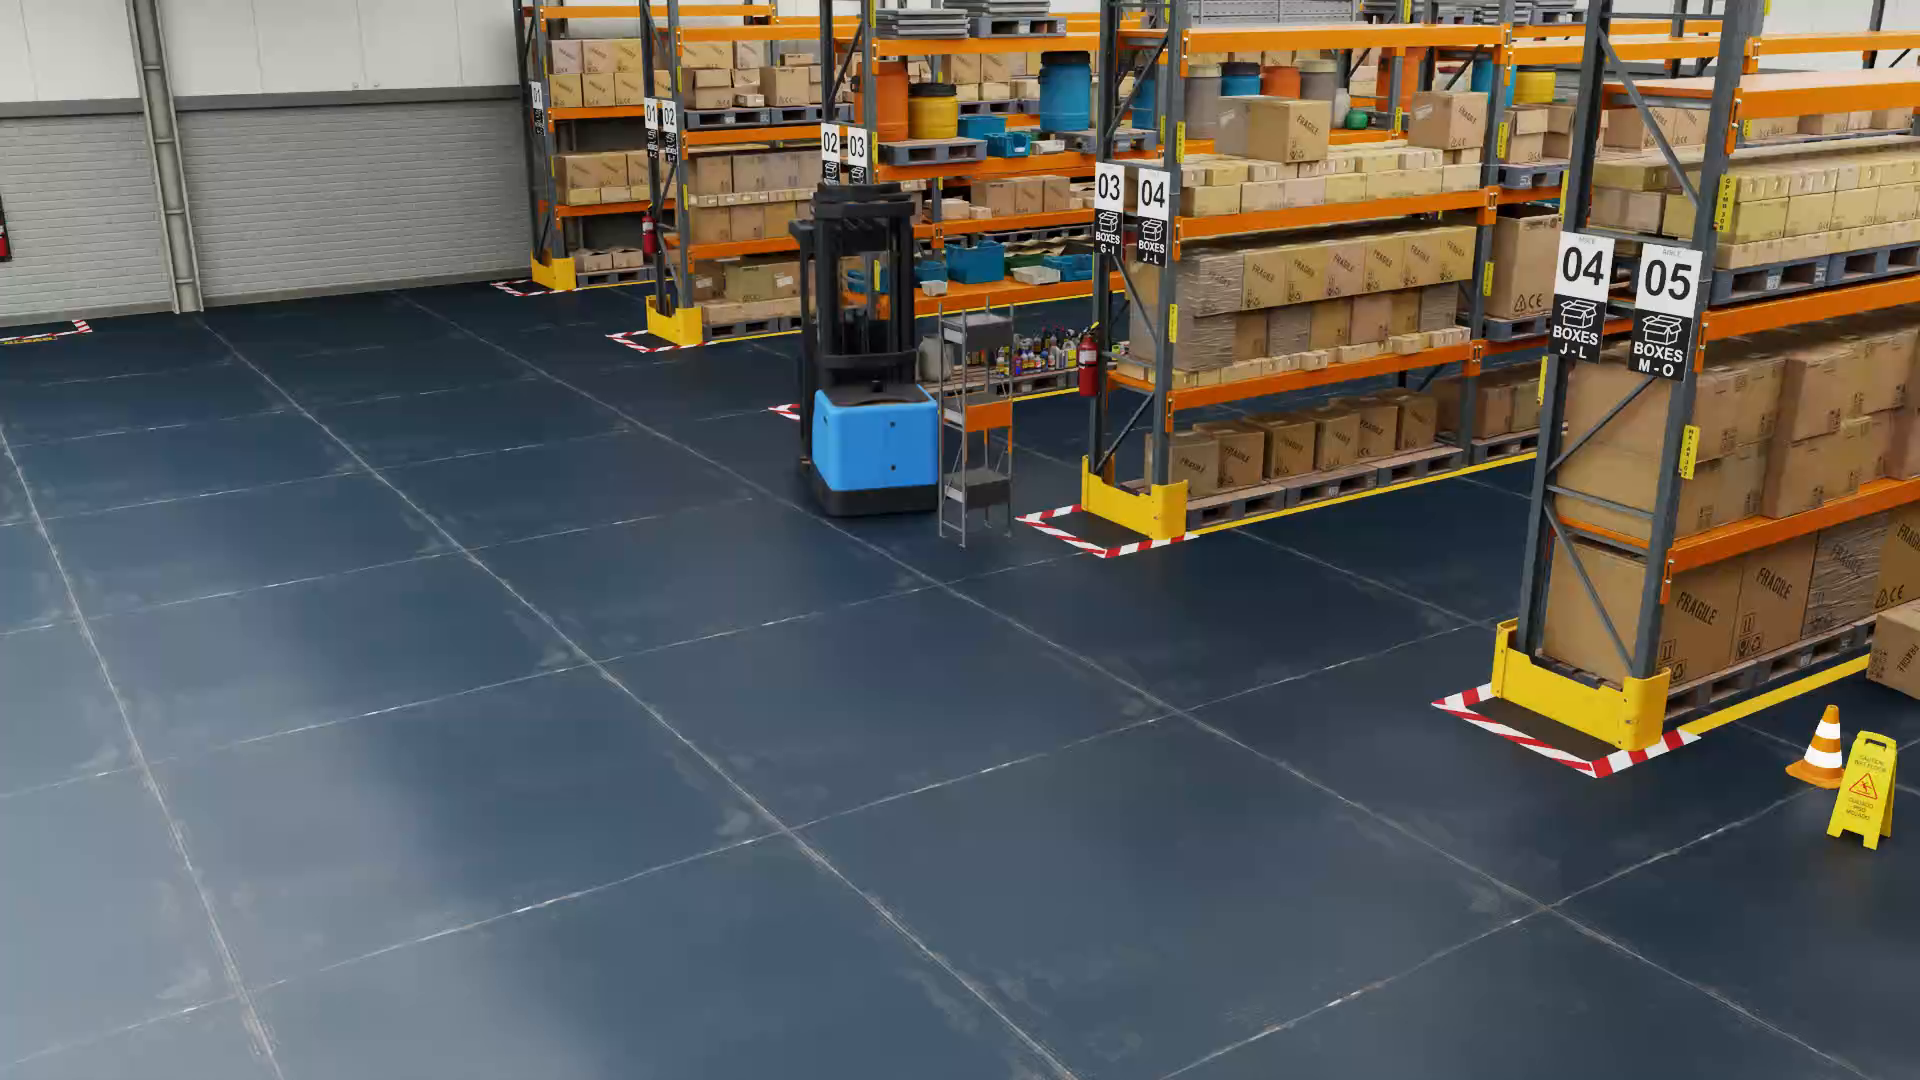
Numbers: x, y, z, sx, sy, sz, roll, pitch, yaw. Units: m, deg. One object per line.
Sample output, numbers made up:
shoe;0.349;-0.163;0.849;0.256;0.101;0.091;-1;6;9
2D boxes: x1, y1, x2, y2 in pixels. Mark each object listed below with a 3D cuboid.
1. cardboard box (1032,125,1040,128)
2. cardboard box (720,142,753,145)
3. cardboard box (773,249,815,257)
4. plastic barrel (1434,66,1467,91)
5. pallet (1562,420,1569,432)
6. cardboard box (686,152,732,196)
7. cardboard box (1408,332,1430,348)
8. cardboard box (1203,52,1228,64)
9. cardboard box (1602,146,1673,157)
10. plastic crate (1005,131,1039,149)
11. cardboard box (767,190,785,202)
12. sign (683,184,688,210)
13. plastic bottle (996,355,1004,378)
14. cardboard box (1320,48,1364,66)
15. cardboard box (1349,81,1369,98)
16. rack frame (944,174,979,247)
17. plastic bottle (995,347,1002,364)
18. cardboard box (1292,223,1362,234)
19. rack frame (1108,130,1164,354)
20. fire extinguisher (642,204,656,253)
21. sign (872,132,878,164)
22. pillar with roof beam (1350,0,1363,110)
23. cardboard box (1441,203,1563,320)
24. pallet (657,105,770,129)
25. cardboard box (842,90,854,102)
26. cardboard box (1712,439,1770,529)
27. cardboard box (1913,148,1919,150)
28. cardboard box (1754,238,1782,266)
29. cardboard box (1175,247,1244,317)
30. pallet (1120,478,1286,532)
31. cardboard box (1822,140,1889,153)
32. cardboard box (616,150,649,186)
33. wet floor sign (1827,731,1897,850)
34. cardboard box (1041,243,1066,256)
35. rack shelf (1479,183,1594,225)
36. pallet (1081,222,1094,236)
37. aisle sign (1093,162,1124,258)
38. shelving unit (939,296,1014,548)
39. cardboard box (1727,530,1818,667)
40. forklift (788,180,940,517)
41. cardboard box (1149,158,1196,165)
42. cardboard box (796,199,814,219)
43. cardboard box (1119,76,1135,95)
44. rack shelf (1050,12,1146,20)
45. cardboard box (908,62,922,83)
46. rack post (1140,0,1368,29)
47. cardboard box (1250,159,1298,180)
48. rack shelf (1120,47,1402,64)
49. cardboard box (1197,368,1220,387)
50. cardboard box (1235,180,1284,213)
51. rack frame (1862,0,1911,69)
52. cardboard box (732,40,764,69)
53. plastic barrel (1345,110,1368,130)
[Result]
cardboard box;1.409;-7.716;31.061;0.500;0.250;0.500;-12;22;-31
cardboard box;-3.824;-6.530;28.408;0.500;0.500;0.500;-13;22;-33
cardboard box;-2.400;-3.928;24.145;0.500;0.500;0.500;-12;22;-31
plastic barrel;6.871;-6.355;23.306;0.433;0.535;0.433;0;19;0
pallet;6.526;-1.321;18.323;1.213;0.211;1.003;-12;22;-31
cardboard box;-3.488;-4.984;22.622;0.500;0.500;0.700;-12;22;-31
cardboard box;4.383;-1.983;16.320;0.250;0.149;0.380;-12;22;-31
cardboard box;3.972;-7.840;26.851;0.500;0.500;0.500;-12;22;-31
cardboard box;7.107;-4.015;17.487;0.500;0.250;0.500;-11;22;-30
plastic crate;0.665;-4.729;19.695;0.450;0.188;0.336;-12;22;-31
cardboard box;-2.622;-4.783;23.039;0.250;0.149;0.380;-13;23;-33
sign;-3.629;-4.532;21.992;0.005;0.325;0.100;-12;22;-31
plastic bottle;0.477;-2.060;19.729;0.097;0.271;0.097;0;19;0
cardboard box;6.478;-8.386;28.465;0.500;0.500;0.700;-12;22;-31
cardboard box;6.635;-7.717;28.439;0.500;0.250;0.500;-12;22;-31
rack frame;0.025;-6.968;30.671;0.127;3.000;1.000;-12;22;-31
plastic bottle;0.426;-2.329;20.516;0.135;0.276;0.152;-13;22;-33
cardboard box;3.506;-2.763;16.051;0.500;0.500;0.500;-12;22;-31
rack frame;2.133;-3.613;20.748;0.127;3.000;1.000;-12;22;-31
fire extinguisher;-4.284;-4.301;22.904;0.183;0.674;0.296;-12;22;-31
sign;-0.909;-4.186;17.745;0.005;0.325;0.100;-12;22;-31
pillar with roof beam;10.853;-10.774;32.563;0.400;9.000;9.100;-12;22;-31
cardboard box;5.597;-2.874;16.970;1.000;1.000;1.000;-12;22;-31
pallet;-3.325;-5.731;22.467;1.213;0.211;1.003;-12;22;-31
cardboard box;-1.446;-6.220;23.295;0.250;0.149;0.380;-12;22;-31
cardboard box;4.892;-0.490;11.278;0.550;0.550;0.875;-12;22;-31
cardboard box;6.740;-2.588;11.367;0.250;0.149;0.380;-11;22;-30
cardboard box;4.834;-1.807;10.304;0.250;0.149;0.380;-12;22;-31
cardboard box;2.125;-2.270;14.593;0.500;0.500;0.500;-12;22;-31
pallet;2.277;-0.410;15.627;1.213;0.211;1.003;-12;22;-31
cardboard box;6.373;-2.762;11.883;0.250;0.149;0.380;-12;22;-32
cardboard box;-5.240;-6.030;26.928;0.500;0.500;0.500;-13;22;-33
wet floor sign;5.224;1.411;9.564;0.232;0.644;0.267;-17;25;-41
cardboard box;1.596;-4.466;26.032;0.500;0.311;0.500;-12;22;-32
rack shelf;6.527;-3.721;17.507;4.000;0.370;1.077;-12;22;-31
pallet;2.762;-6.195;32.740;1.213;0.211;1.003;-12;22;-31
aisle sign;1.299;-2.885;14.534;0.004;0.787;0.394;-12;22;-31
shelving unit;0.138;-1.024;14.495;0.503;2.100;0.431;-12;22;-31
cardboard box;5.423;0.276;11.907;0.875;0.875;0.875;-12;22;-32
forklift;-1.035;-2.037;16.194;1.130;2.935;3.031;-5;19;-13
cardboard box;1.858;-3.269;14.660;0.250;0.149;0.380;-13;22;-33
cardboard box;-2.241;-4.634;23.611;0.500;0.500;0.700;-11;22;-30
cardboard box;2.404;-7.097;25.949;0.500;0.250;0.500;-14;23;-35
rack shelf;1.695;-9.632;30.931;4.000;0.370;1.077;-12;22;-31
cardboard box;-1.109;-8.243;29.569;0.637;0.503;0.797;-9;20;-24
rack post;3.730;-6.920;20.850;3.121;1.000;1.013;-12;22;-31
cardboard box;2.758;-3.277;14.682;0.250;0.149;0.380;-12;22;-32
rack shelf;3.803;-6.277;21.009;4.000;0.370;1.077;-12;22;-31
cardboard box;2.104;-1.490;14.861;0.250;0.149;0.380;-12;22;-31
cardboard box;2.488;-3.042;14.609;0.500;0.250;0.500;-12;22;-33
rack frame;11.538;-6.539;20.037;0.127;3.000;1.000;-12;22;-31
cardboard box;-3.585;-8.054;27.451;0.500;0.500;0.500;-14;23;-36
plastic barrel;5.295;-5.608;22.208;0.294;0.245;0.294;0;19;0
